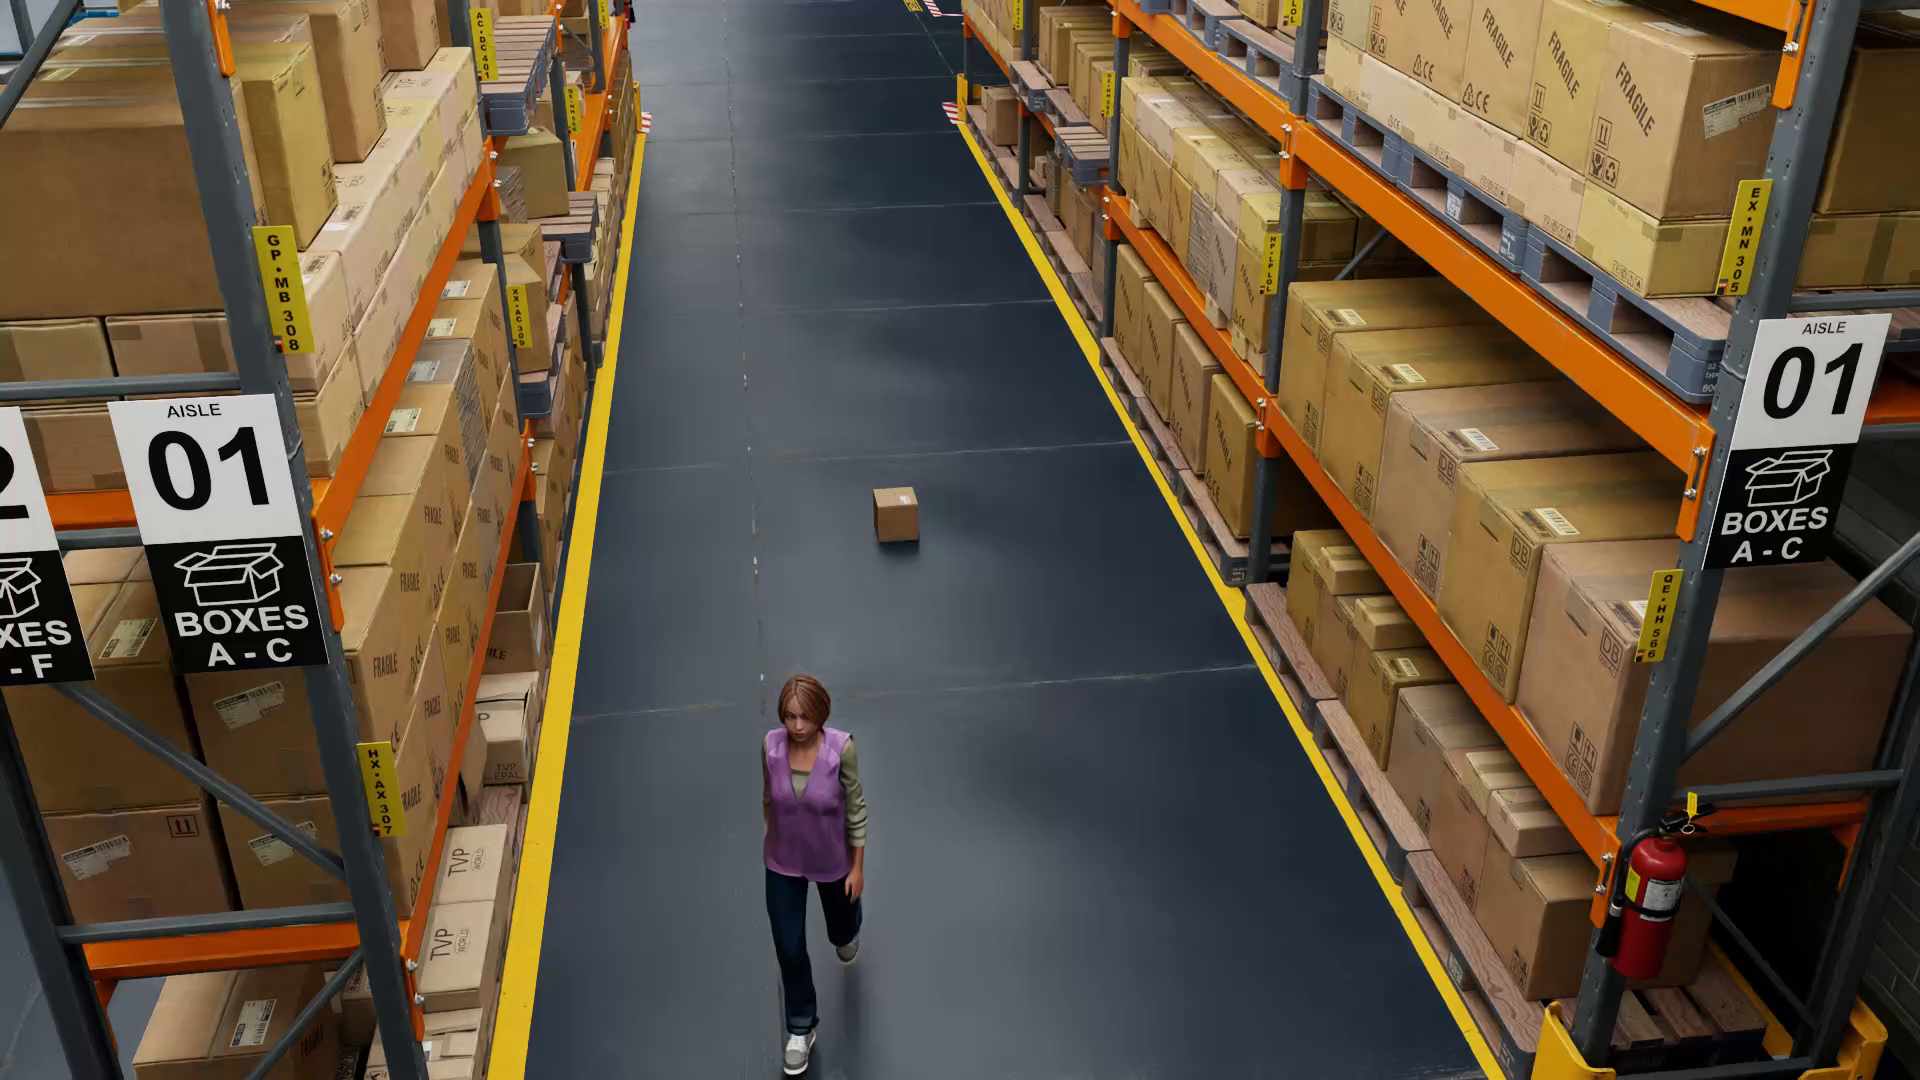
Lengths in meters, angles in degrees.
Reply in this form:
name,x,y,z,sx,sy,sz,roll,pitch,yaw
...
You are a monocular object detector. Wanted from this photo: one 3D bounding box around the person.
name,x,y,z,sx,sy,sz,roll,pitch,yaw
person,-0.543,1.190,6.332,0.412,1.564,0.788,2,28,3
